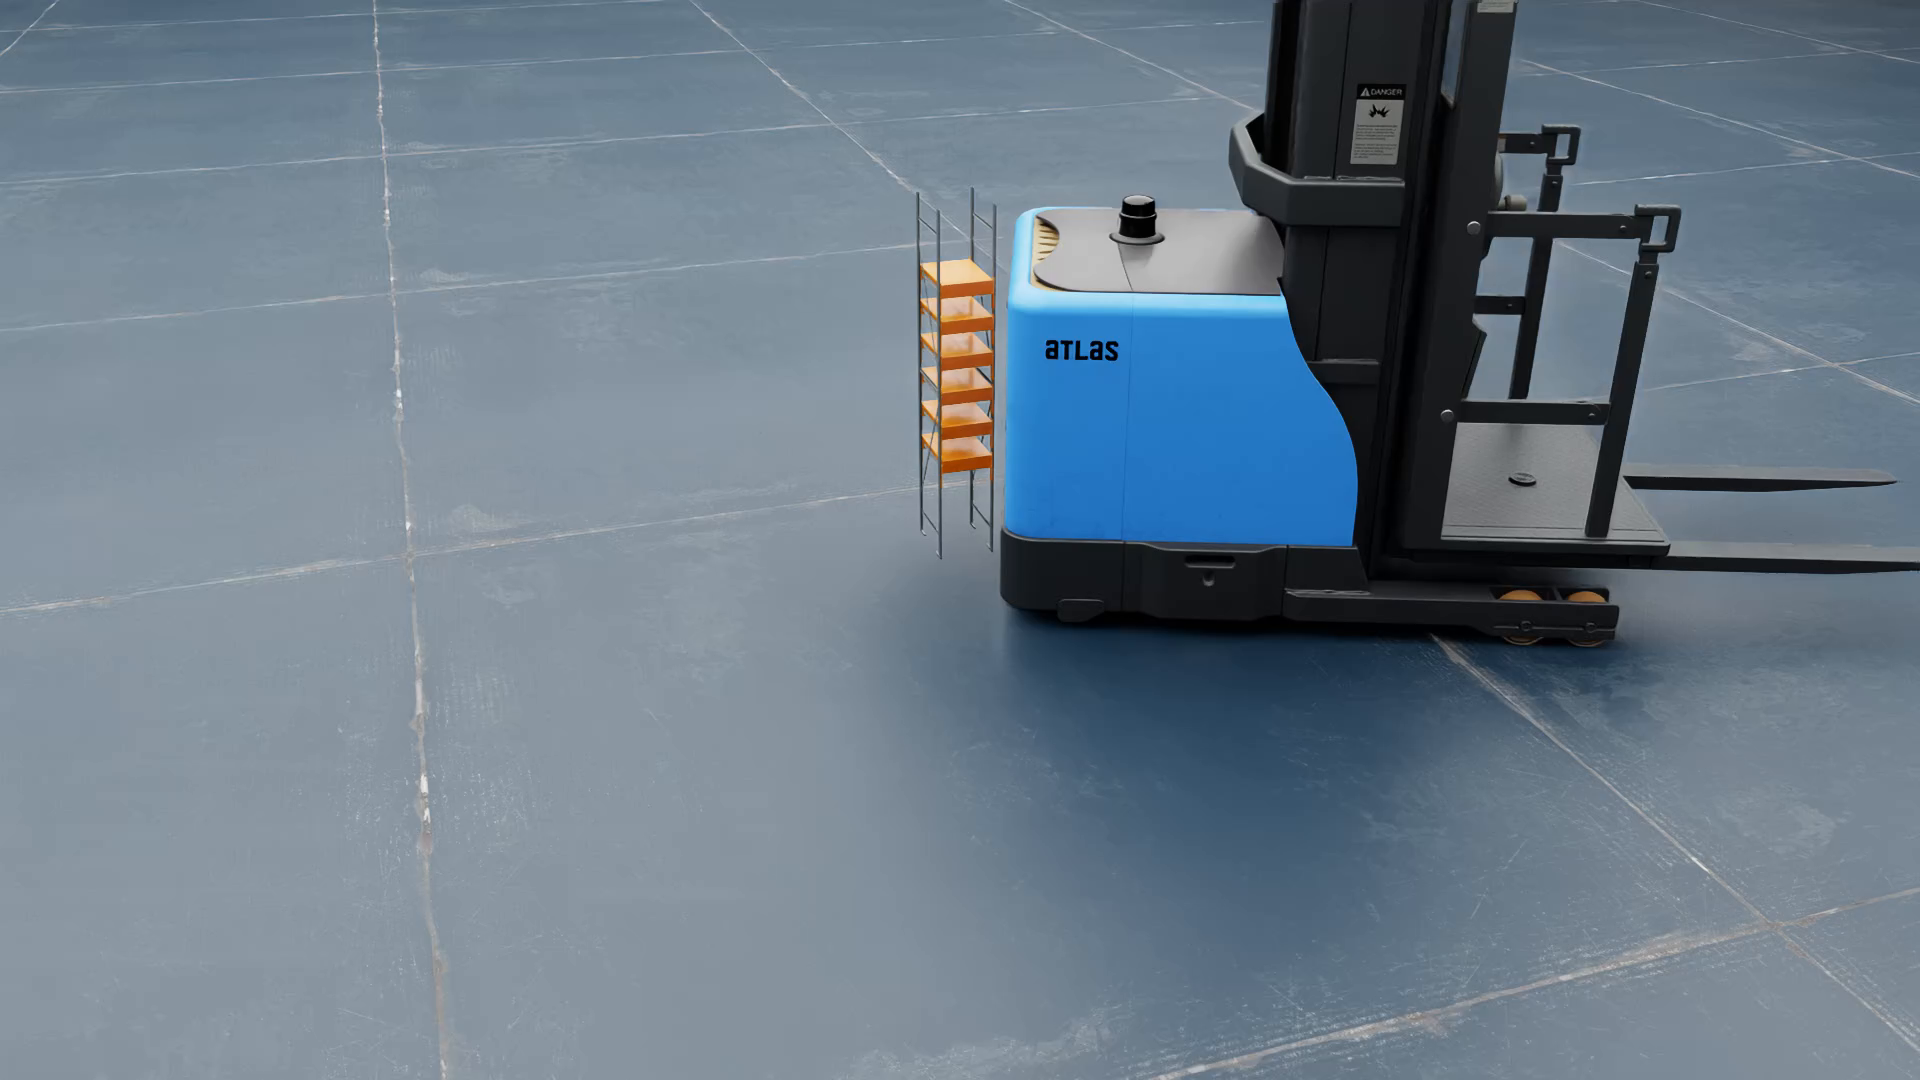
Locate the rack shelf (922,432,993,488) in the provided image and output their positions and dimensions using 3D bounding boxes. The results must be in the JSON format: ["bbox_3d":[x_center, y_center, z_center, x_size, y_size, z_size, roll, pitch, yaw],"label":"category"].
[{"bbox_3d":[-0.014,-0.281,5.606,0.180,0.103,0.258,-8,28,-16],"label":"rack shelf"}]

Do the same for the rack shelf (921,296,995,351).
[{"bbox_3d":[-0.014,-0.711,5.392,0.180,0.103,0.258,-8,28,-16],"label":"rack shelf"}]

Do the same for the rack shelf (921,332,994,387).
[{"bbox_3d":[-0.014,-0.603,5.446,0.180,0.103,0.258,-8,28,-16],"label":"rack shelf"}]

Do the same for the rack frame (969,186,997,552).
[{"bbox_3d":[0.073,-0.548,5.505,0.006,1.200,0.240,-8,28,-16],"label":"rack frame"}]

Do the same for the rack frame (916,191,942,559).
[{"bbox_3d":[-0.101,-0.523,5.454,0.006,1.200,0.240,-8,28,-16],"label":"rack frame"}]

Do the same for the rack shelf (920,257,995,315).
[{"bbox_3d":[-0.014,-0.818,5.339,0.180,0.103,0.258,-8,28,-16],"label":"rack shelf"}]

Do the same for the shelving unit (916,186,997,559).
[{"bbox_3d":[-0.014,-0.535,5.479,0.189,1.200,0.258,-8,28,-16],"label":"shelving unit"}]

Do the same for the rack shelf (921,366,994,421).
[{"bbox_3d":[-0.014,-0.496,5.499,0.180,0.103,0.258,-8,28,-16],"label":"rack shelf"}]

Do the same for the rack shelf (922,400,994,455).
[{"bbox_3d":[-0.014,-0.388,5.552,0.180,0.103,0.258,-8,28,-16],"label":"rack shelf"}]

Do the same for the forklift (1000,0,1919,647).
[{"bbox_3d":[1.663,-1.230,4.931,3.031,2.935,1.130,1,26,3],"label":"forklift"}]
